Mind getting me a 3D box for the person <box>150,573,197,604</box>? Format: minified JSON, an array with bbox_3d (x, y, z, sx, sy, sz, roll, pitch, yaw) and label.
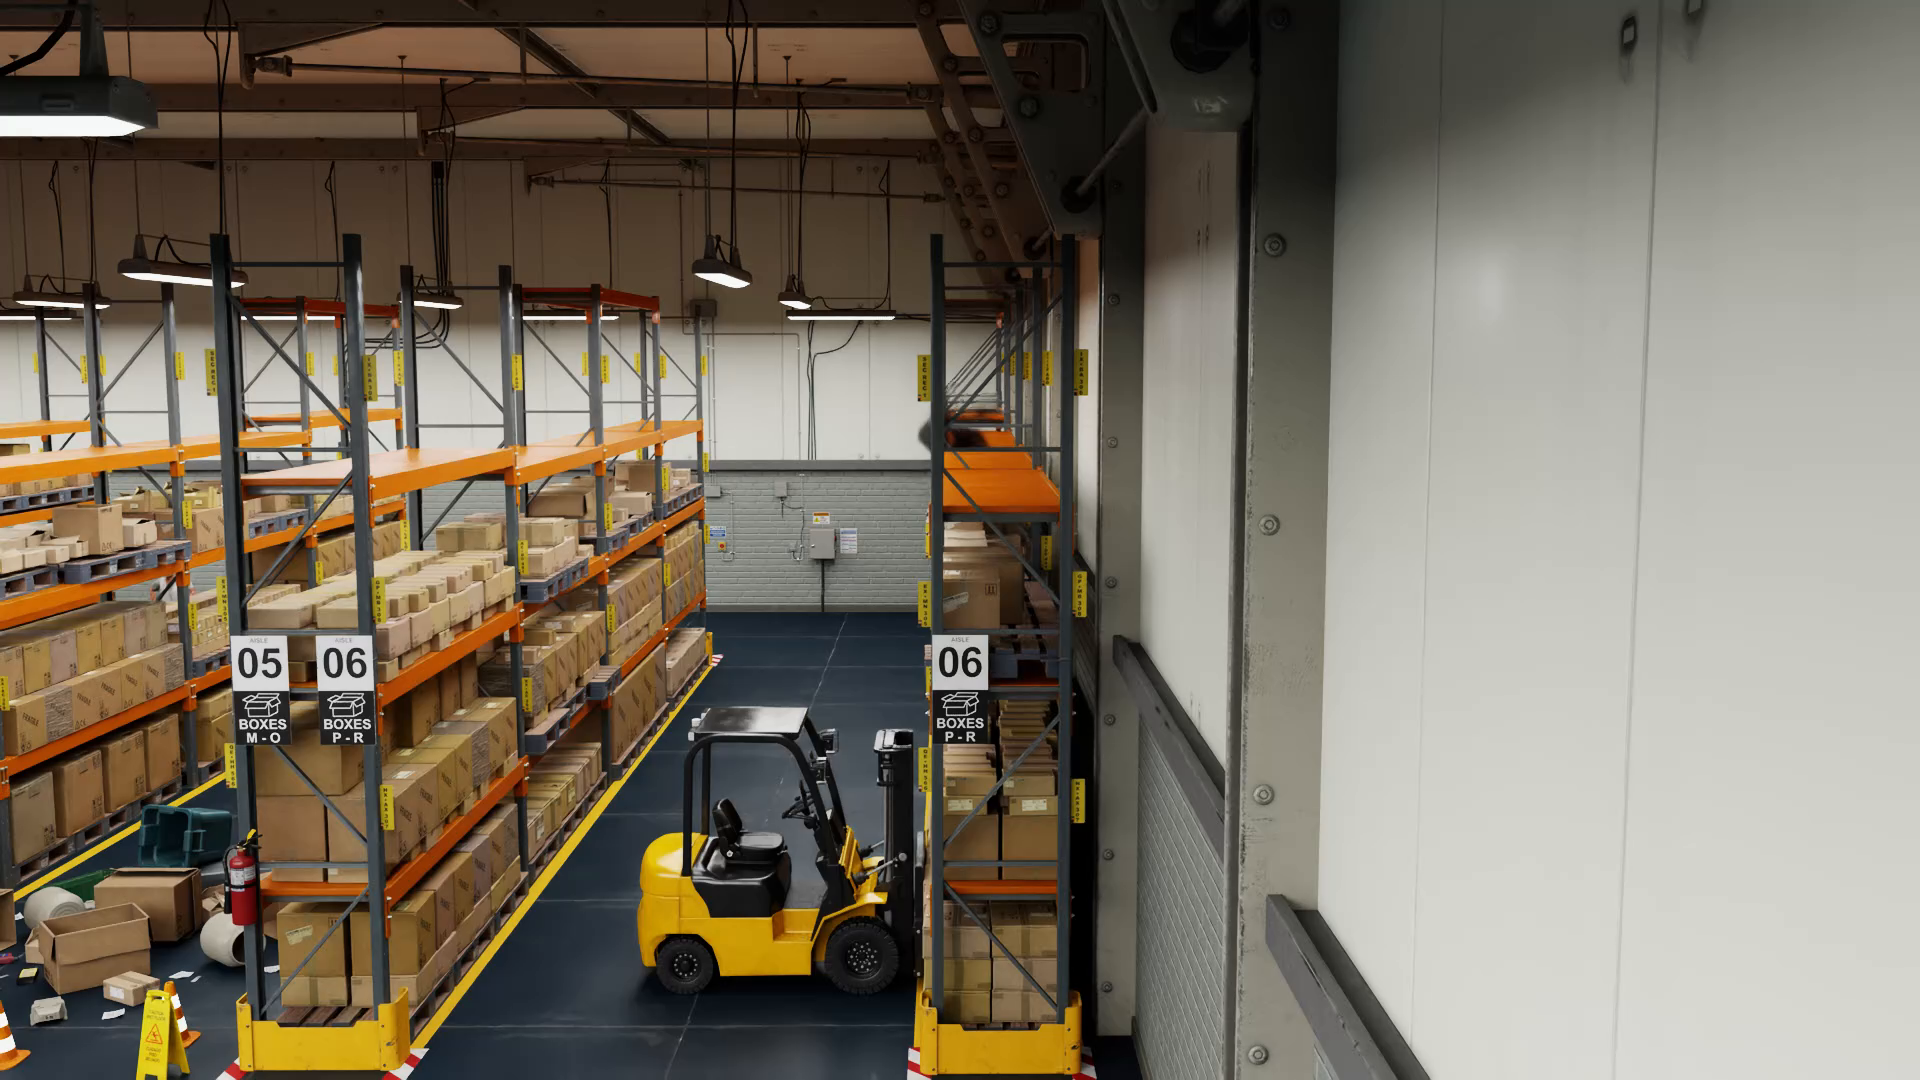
[{"bbox_3d":[-13.217,1.210,27.950,0.739,1.746,0.662,-2,7,-20],"label":"person"}]
